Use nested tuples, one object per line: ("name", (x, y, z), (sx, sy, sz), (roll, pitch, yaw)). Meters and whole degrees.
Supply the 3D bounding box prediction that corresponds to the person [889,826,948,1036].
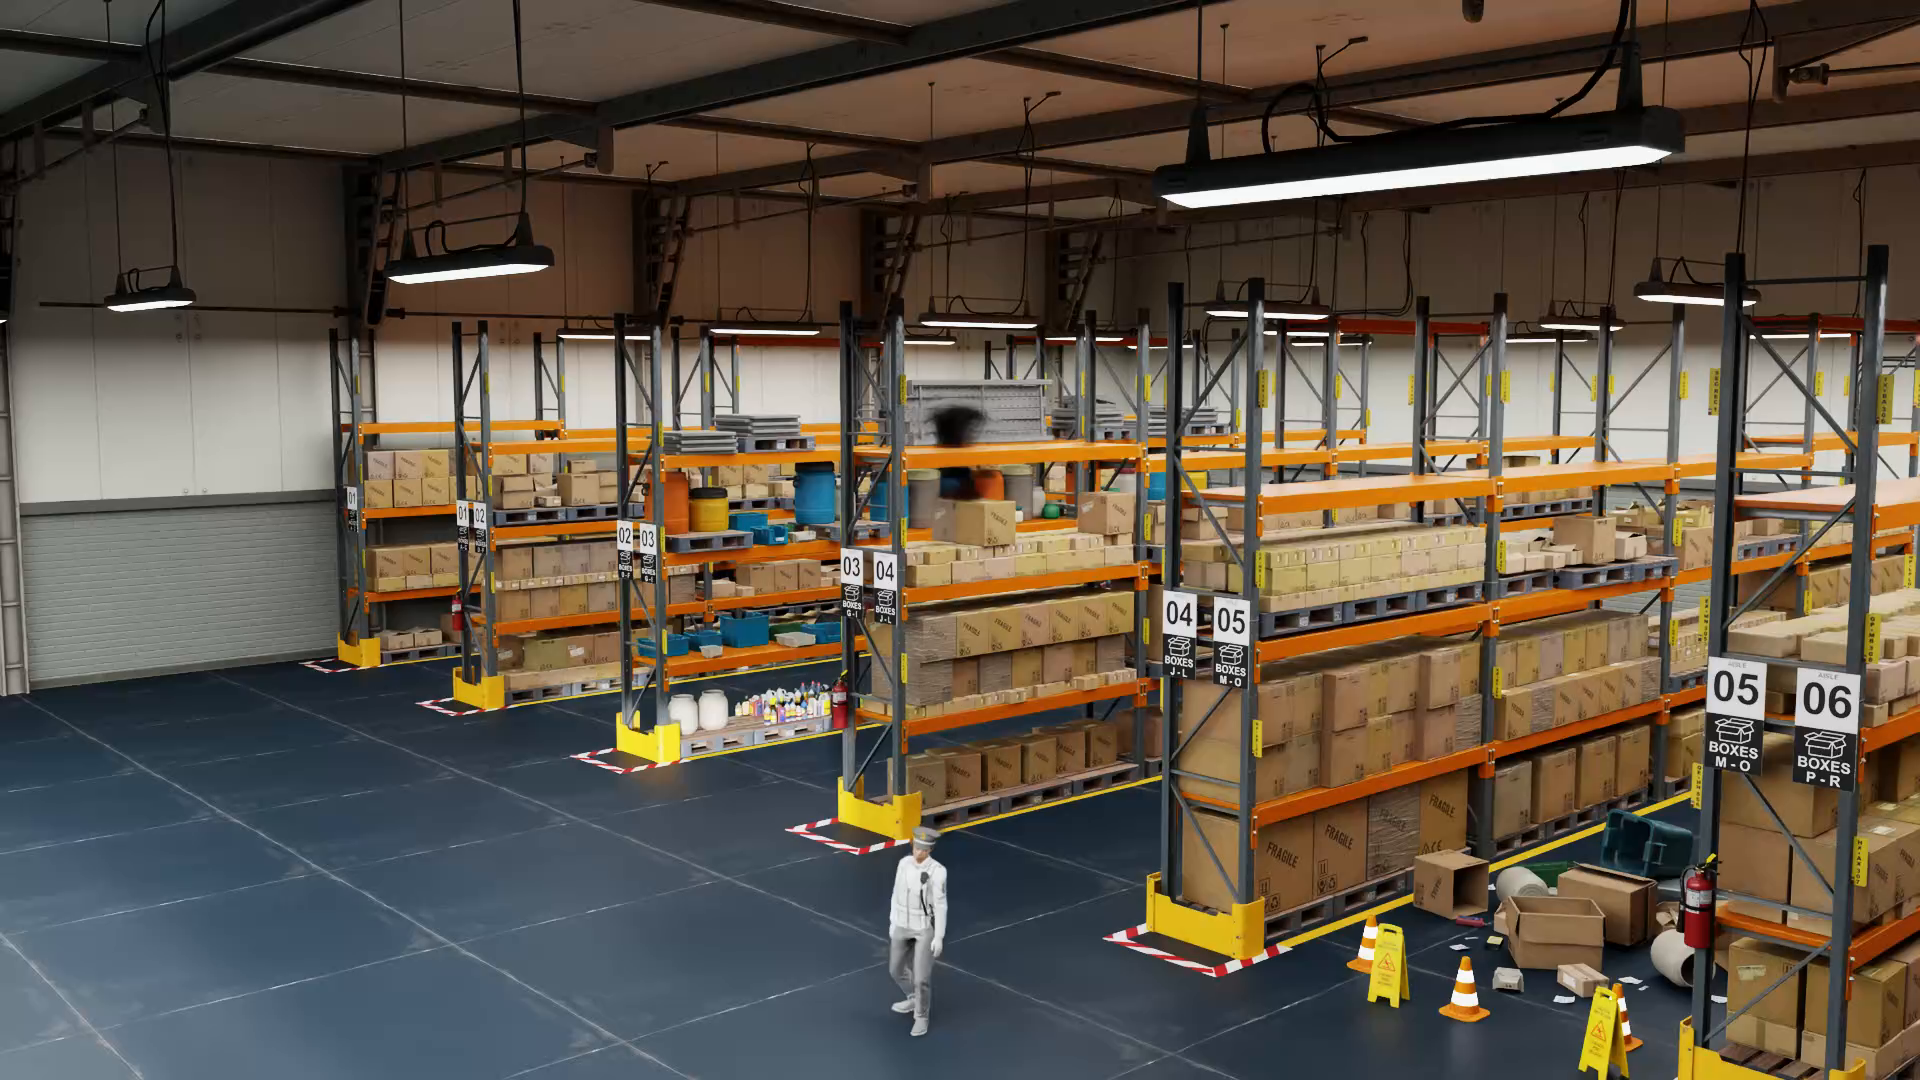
("person", (-0.335, 3.051, 13.132), (0.597, 1.652, 0.482), (3, 7, 30))
